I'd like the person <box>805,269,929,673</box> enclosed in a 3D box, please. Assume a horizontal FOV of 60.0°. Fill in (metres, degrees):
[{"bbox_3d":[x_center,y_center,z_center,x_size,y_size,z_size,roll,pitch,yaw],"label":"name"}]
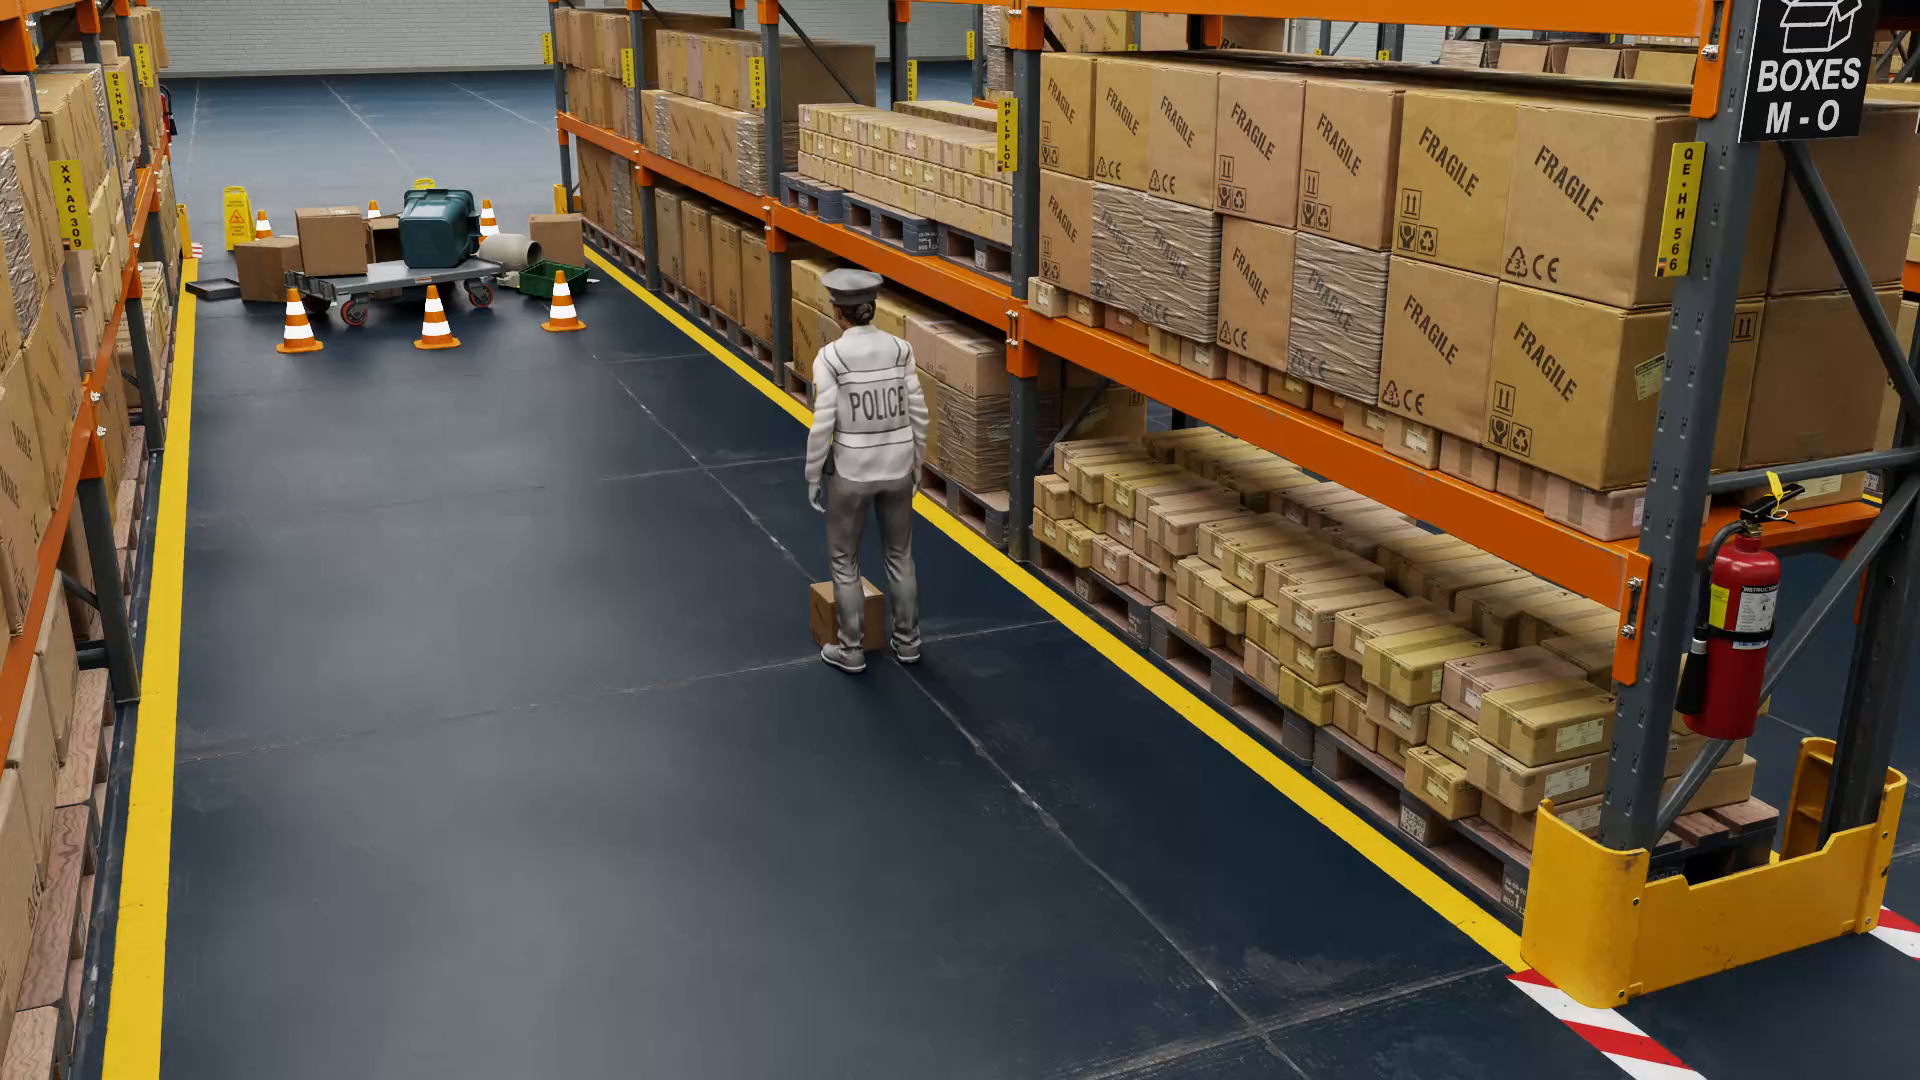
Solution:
[{"bbox_3d":[-0.384,-0.265,6.829,0.532,1.663,0.373,-9,21,-25],"label":"person"}]
